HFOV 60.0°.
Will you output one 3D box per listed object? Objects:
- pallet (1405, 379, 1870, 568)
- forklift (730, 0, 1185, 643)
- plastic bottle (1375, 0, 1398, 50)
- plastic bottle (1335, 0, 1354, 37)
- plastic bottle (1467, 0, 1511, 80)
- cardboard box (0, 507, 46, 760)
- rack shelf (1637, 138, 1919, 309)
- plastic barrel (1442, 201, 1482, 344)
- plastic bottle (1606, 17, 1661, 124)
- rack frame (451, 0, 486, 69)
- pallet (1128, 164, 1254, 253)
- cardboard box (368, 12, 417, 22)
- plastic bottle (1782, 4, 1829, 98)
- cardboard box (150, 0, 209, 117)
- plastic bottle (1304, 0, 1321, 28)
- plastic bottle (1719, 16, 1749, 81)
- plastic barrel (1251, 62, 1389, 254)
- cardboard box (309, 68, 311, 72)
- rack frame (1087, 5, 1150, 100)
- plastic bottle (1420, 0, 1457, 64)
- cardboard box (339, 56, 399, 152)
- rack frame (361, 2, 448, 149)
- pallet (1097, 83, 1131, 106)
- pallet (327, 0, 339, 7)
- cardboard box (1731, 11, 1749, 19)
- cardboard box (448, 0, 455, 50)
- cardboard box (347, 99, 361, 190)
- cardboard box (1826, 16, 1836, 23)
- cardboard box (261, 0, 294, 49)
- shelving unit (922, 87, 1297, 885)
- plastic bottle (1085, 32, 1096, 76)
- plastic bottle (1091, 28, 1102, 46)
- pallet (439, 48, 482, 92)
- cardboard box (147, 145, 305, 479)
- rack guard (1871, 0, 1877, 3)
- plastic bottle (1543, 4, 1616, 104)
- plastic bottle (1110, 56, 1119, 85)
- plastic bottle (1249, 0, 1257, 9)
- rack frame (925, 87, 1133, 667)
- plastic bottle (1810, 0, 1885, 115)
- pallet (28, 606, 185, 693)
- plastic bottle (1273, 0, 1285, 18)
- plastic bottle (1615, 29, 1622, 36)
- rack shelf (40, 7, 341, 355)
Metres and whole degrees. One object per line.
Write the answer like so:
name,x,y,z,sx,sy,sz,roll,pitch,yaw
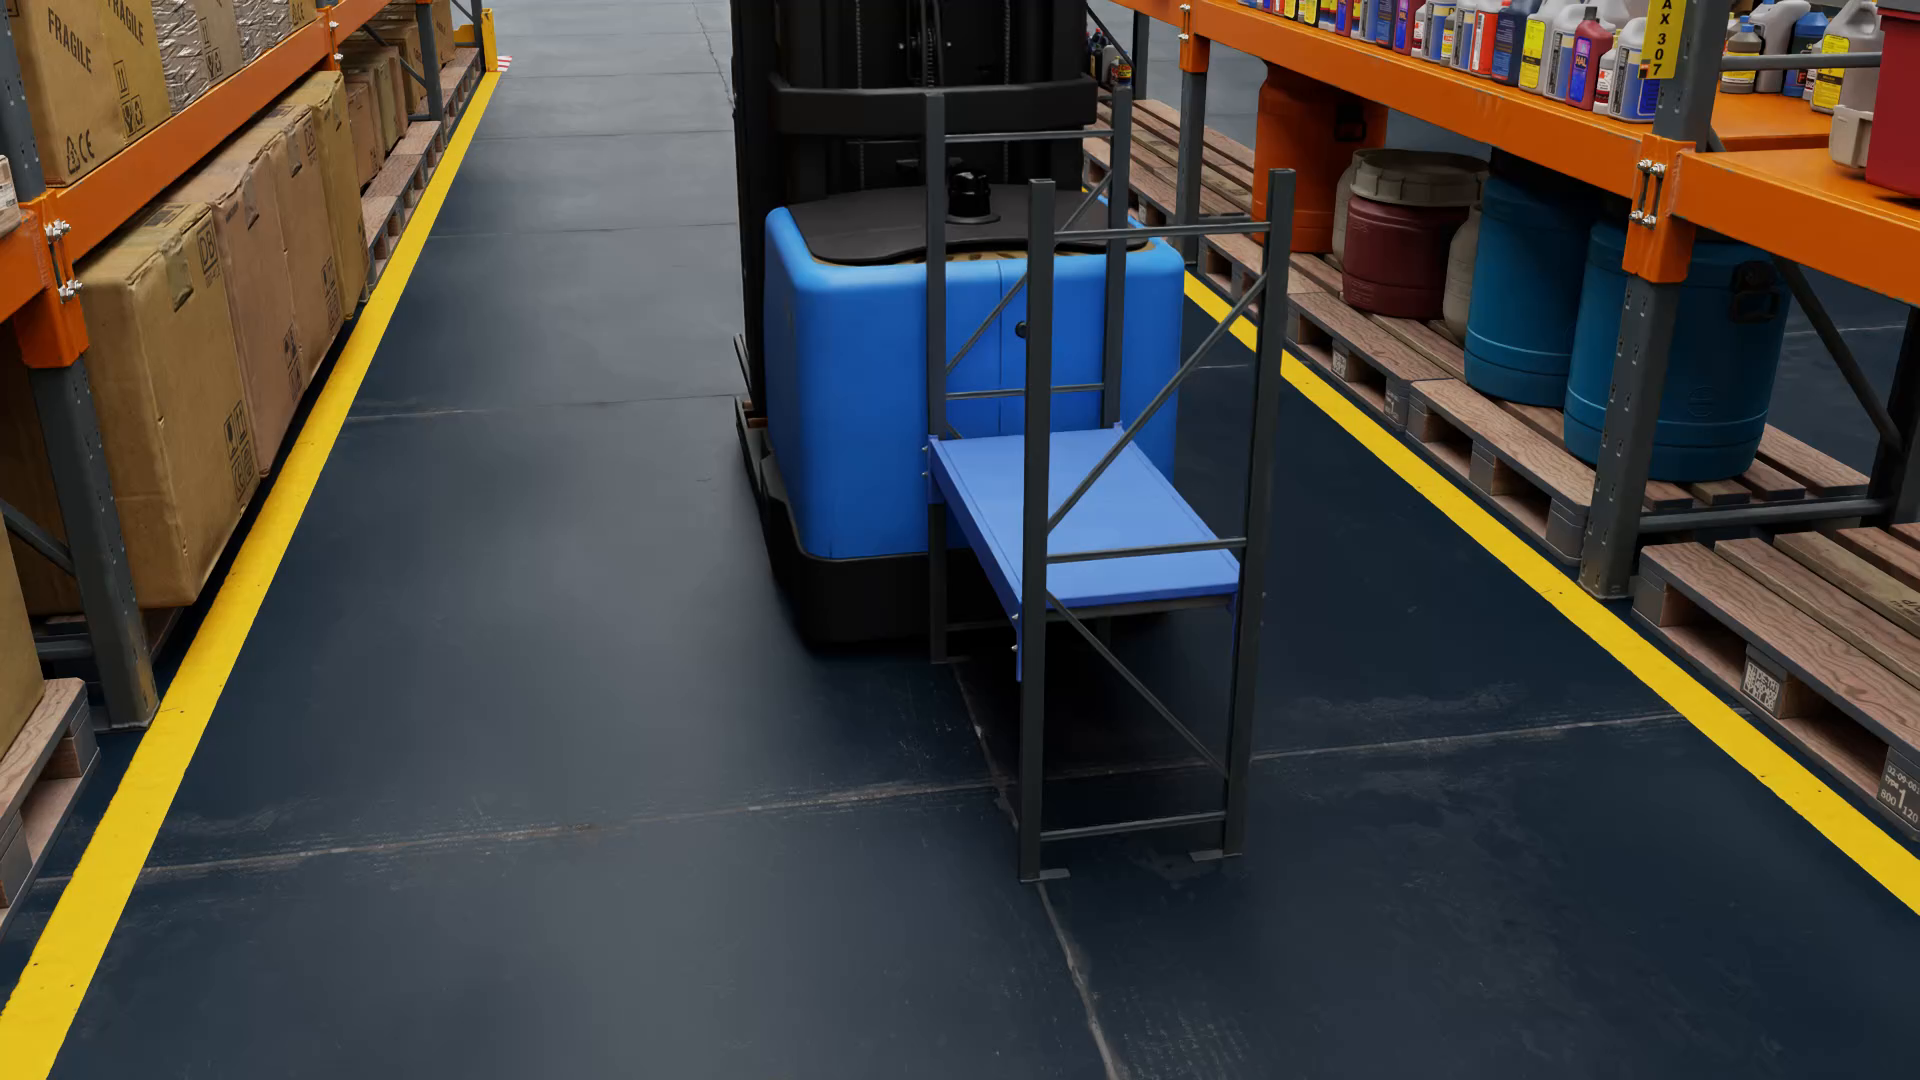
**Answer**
pallet,2.233,-0.281,5.630,1.003,0.211,1.213,-4,24,-10
forklift,-0.202,-1.631,5.322,1.130,2.935,3.031,-5,24,-11
plastic bottle,1.639,-2.000,6.144,0.144,0.351,0.185,-4,24,-10
plastic bottle,1.526,-2.120,6.503,0.061,0.283,0.133,-4,24,-10
plastic bottle,1.783,-1.669,5.478,0.152,0.276,0.135,-4,24,-10
cardboard box,-2.489,0.161,3.264,0.875,0.875,0.875,-4,24,-10
rack shelf,2.705,-0.136,2.713,1.077,0.370,4.000,-4,24,-10
plastic barrel,2.103,-1.027,6.438,0.421,0.512,0.421,0,24,0
plastic bottle,1.944,-1.327,4.695,0.152,0.276,0.135,-4,24,-10
rack frame,-4.752,-5.606,14.338,1.000,3.000,0.127,-4,24,-10
pallet,1.490,-1.855,9.235,1.003,0.211,1.213,-4,24,-10
cardboard box,-4.352,-3.703,12.579,0.500,0.500,0.500,-6,24,-14
plastic bottle,2.604,-1.504,5.107,0.097,0.271,0.097,0,24,0
cardboard box,-2.558,-1.526,4.871,0.500,0.500,0.500,-5,24,-11
plastic bottle,1.466,-2.249,6.798,0.061,0.283,0.133,-4,24,-10
plastic bottle,2.543,-1.601,5.417,0.097,0.201,0.097,0,24,0
plastic barrel,1.702,-1.833,7.885,0.600,0.830,0.708,-4,24,-10
cardboard box,-3.534,-2.328,8.469,0.500,0.250,0.500,-2,24,-4
rack frame,0.855,-4.399,11.575,1.000,3.000,0.127,-4,24,-10
plastic bottle,1.716,-1.813,5.808,0.152,0.276,0.135,-4,24,-10
cardboard box,-3.850,-2.657,10.158,0.700,0.500,0.500,-4,24,-10
rack frame,-4.012,-4.033,10.735,1.000,3.000,0.127,-4,24,-10
pallet,0.772,-3.388,12.745,1.003,0.211,1.213,-4,24,-10
pallet,-3.509,-2.644,7.795,1.213,0.211,1.003,-4,24,-10
cardboard box,5.556,-3.773,12.350,0.500,0.311,0.500,-4,24,-10
cardboard box,-4.653,-4.406,14.189,0.500,0.500,0.500,0,24,0
cardboard box,-3.531,-1.995,8.643,0.700,0.500,0.500,-6,24,-14
cardboard box,6.183,-3.611,11.981,0.500,0.311,0.500,-4,24,-8
cardboard box,-2.851,-2.133,6.260,0.500,0.500,0.500,-5,24,-10
shelving unit,0.268,-0.174,3.775,0.538,1.500,1.048,-5,24,-11
plastic bottle,0.972,-3.724,12.790,0.144,0.351,0.185,-4,24,-10
plastic bottle,1.079,-3.809,12.984,0.144,0.351,0.185,-5,24,-12
pallet,-4.622,-3.976,14.090,1.003,0.211,1.213,-4,24,-10
cardboard box,-2.837,-0.706,5.249,1.225,0.875,0.875,-5,24,-12
rack guard,9.866,-5.530,17.288,1.175,0.500,0.348,-4,24,-10
plastic bottle,1.877,-1.470,5.024,0.152,0.276,0.135,-4,24,-10
plastic bottle,1.190,-3.556,12.591,0.097,0.201,0.097,0,24,0
plastic bottle,1.352,-2.525,7.444,0.097,0.271,0.097,0,24,0
rack frame,0.165,-0.374,4.232,0.500,1.500,0.032,-5,24,-11
plastic bottle,2.581,-1.408,4.788,0.144,0.351,0.185,-4,24,-10
pallet,-2.750,0.094,4.771,1.003,0.211,1.213,-4,24,-10
plastic bottle,1.443,-2.393,7.136,0.152,0.276,0.135,-4,24,-10
plastic bottle,1.996,-1.453,5.077,0.097,0.201,0.097,0,24,0
rack shelf,-2.903,-1.343,5.476,1.077,0.370,4.000,-4,24,-10
